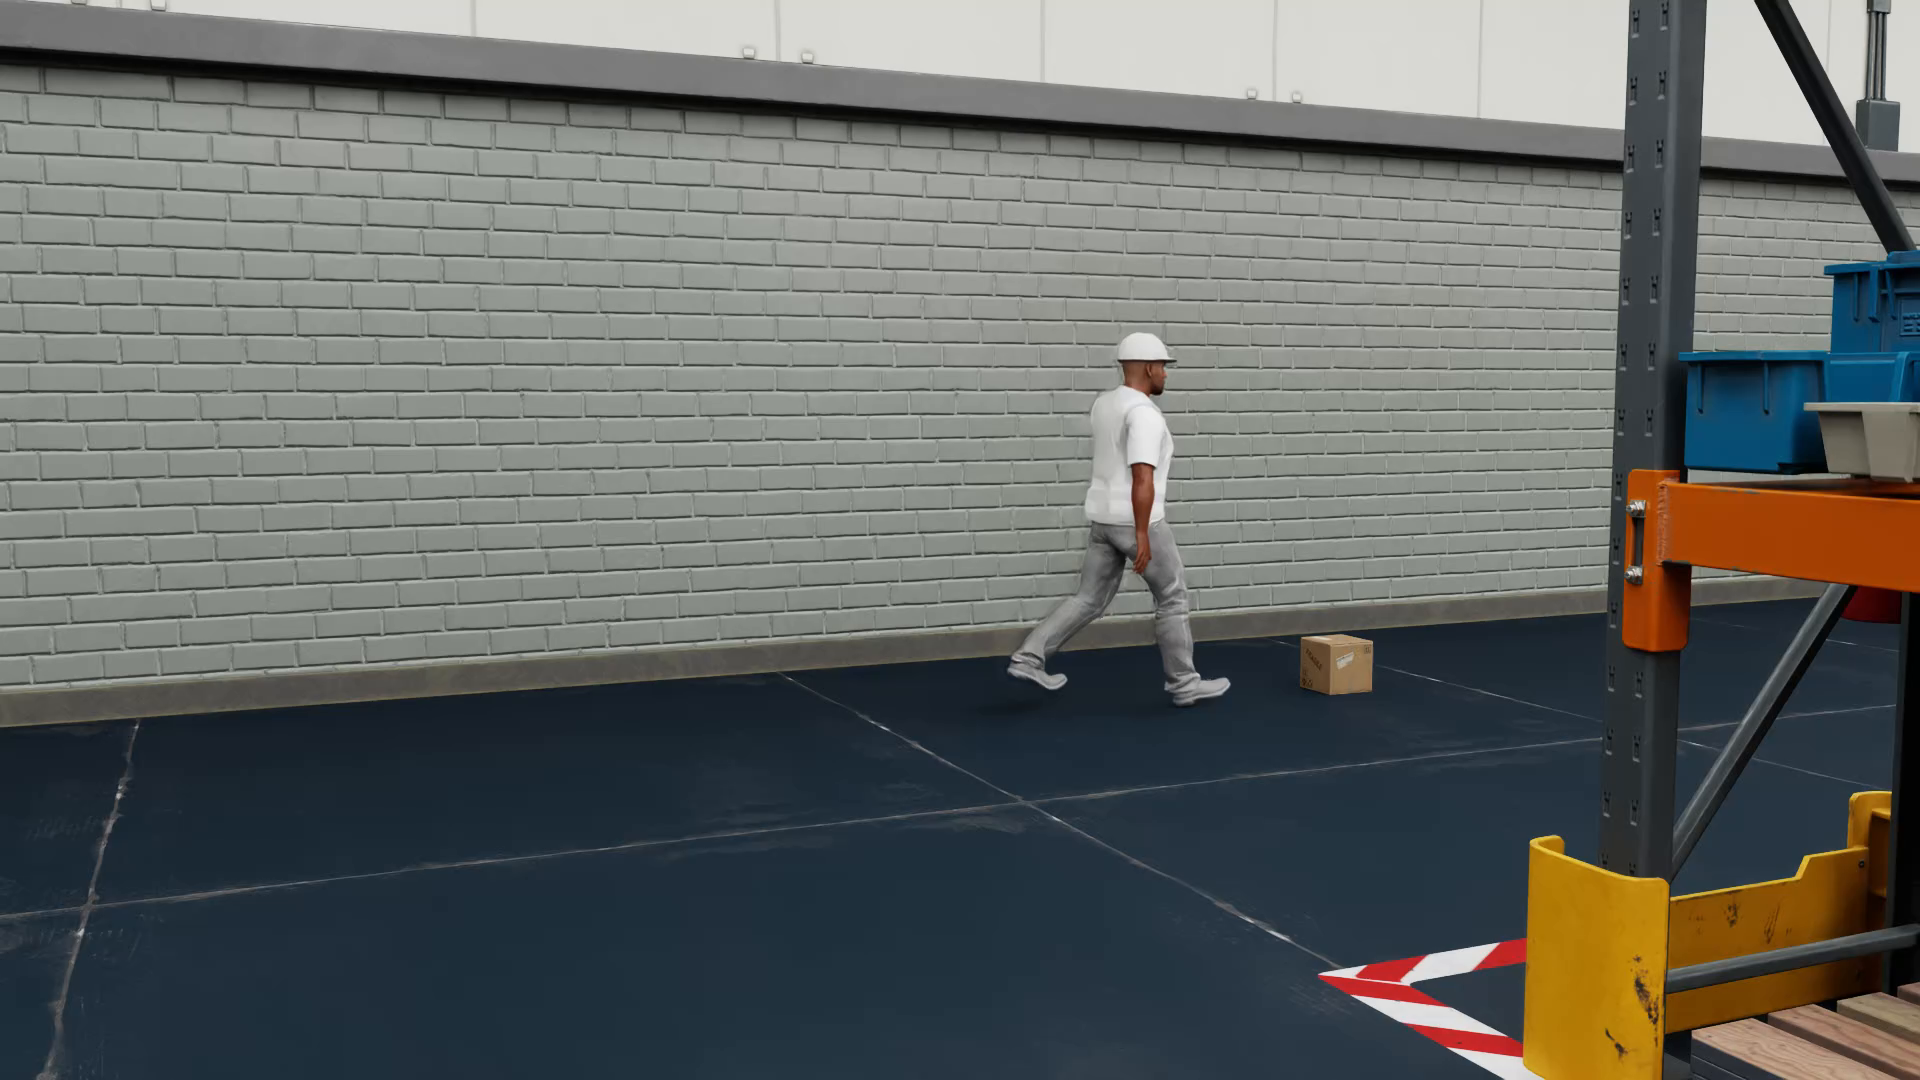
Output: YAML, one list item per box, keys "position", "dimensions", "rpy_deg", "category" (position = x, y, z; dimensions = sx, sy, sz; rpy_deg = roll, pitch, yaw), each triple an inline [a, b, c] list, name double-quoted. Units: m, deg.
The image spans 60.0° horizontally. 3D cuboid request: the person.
- position: [0.760, -0.086, 7.672]
  dimensions: [1.041, 1.732, 0.594]
  rpy_deg: [-2, 6, -24]
  category: "person"
